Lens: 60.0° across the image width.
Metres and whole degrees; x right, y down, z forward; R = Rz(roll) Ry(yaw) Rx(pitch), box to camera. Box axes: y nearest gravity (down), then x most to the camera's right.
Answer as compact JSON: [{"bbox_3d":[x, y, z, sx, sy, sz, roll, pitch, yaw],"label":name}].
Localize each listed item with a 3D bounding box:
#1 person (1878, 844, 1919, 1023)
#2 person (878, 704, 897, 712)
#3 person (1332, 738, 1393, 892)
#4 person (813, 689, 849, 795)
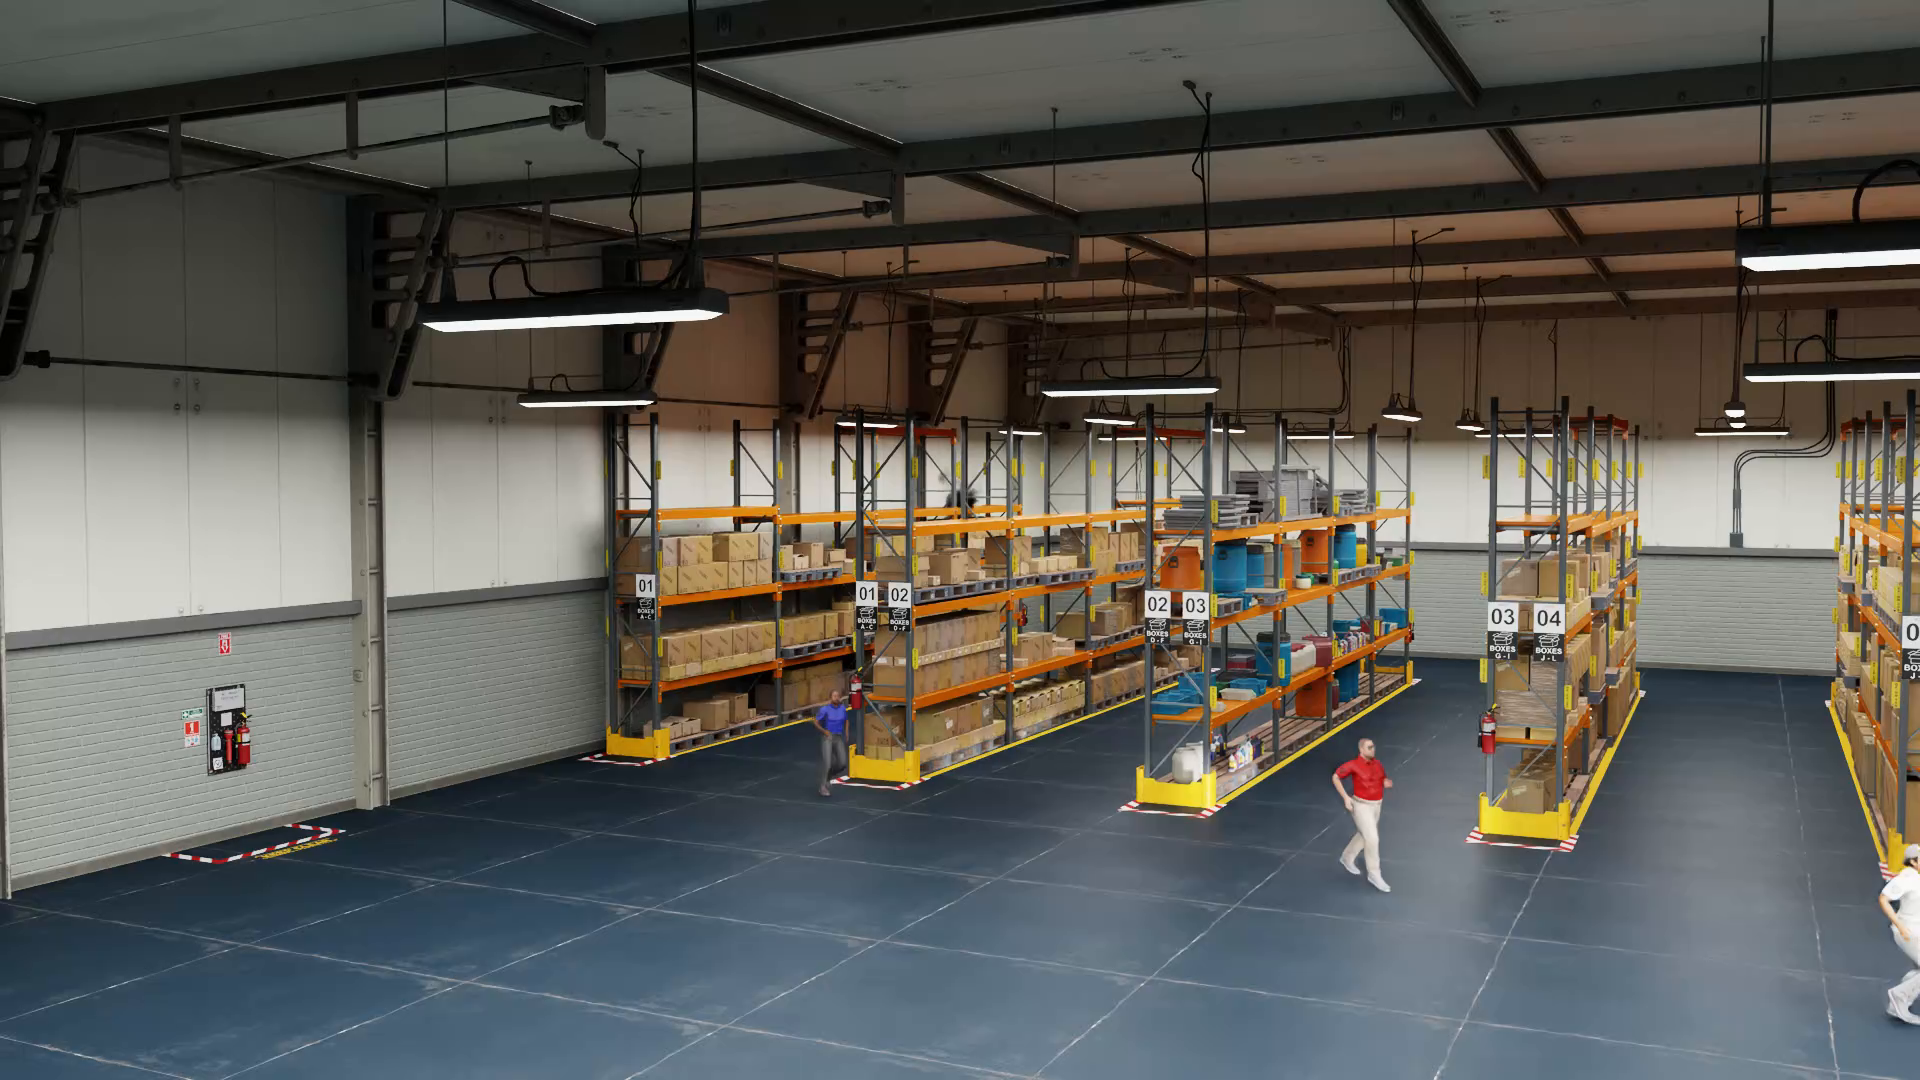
[{"bbox_3d":[8.645,3.556,14.941,0.592,1.618,0.583,-2,3,-41],"label":"person"},{"bbox_3d":[-1.278,2.833,31.157,0.631,1.715,0.601,1,3,21],"label":"person"},{"bbox_3d":[4.905,3.282,20.120,0.646,1.771,0.888,-2,3,-38],"label":"person"},{"bbox_3d":[-1.955,3.123,25.751,0.624,1.621,0.566,-2,3,-34],"label":"person"}]
